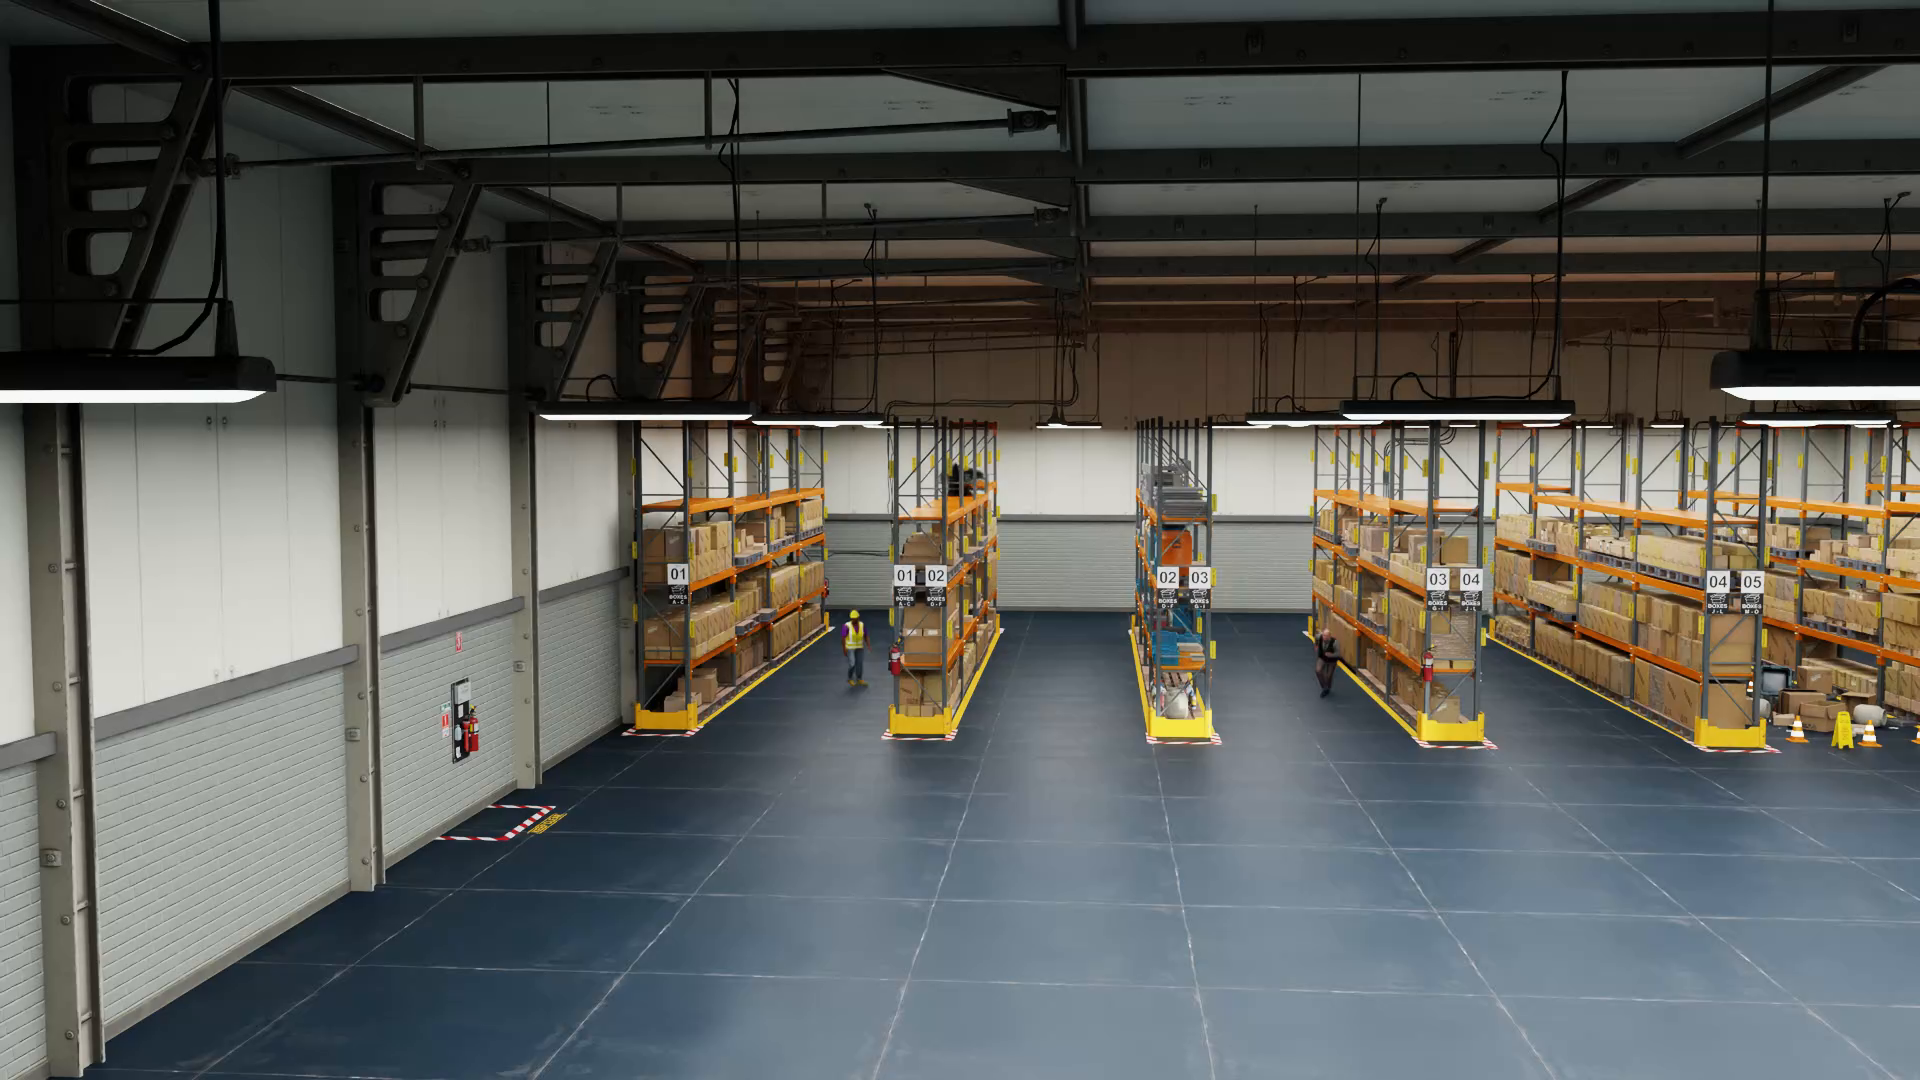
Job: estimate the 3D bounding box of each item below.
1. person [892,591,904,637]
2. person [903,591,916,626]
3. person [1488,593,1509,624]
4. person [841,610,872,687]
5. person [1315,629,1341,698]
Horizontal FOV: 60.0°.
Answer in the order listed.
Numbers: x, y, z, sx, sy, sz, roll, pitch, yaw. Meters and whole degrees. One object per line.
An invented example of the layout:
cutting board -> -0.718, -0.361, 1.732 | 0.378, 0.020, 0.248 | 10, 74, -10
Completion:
person -> -1.530, 1.853, 45.453 | 0.700, 1.689, 0.987 | -1, 4, -9
person -> -1.214, 1.742, 48.510 | 0.898, 1.587, 0.603 | 1, 4, 13
person -> 15.413, 1.800, 47.239 | 0.673, 1.813, 0.654 | -1, 4, -21
person -> -2.357, 2.426, 37.317 | 0.640, 1.732, 0.595 | -2, 4, -31
person -> 7.974, 2.640, 36.000 | 0.640, 1.503, 1.152 | 2, 4, 23
